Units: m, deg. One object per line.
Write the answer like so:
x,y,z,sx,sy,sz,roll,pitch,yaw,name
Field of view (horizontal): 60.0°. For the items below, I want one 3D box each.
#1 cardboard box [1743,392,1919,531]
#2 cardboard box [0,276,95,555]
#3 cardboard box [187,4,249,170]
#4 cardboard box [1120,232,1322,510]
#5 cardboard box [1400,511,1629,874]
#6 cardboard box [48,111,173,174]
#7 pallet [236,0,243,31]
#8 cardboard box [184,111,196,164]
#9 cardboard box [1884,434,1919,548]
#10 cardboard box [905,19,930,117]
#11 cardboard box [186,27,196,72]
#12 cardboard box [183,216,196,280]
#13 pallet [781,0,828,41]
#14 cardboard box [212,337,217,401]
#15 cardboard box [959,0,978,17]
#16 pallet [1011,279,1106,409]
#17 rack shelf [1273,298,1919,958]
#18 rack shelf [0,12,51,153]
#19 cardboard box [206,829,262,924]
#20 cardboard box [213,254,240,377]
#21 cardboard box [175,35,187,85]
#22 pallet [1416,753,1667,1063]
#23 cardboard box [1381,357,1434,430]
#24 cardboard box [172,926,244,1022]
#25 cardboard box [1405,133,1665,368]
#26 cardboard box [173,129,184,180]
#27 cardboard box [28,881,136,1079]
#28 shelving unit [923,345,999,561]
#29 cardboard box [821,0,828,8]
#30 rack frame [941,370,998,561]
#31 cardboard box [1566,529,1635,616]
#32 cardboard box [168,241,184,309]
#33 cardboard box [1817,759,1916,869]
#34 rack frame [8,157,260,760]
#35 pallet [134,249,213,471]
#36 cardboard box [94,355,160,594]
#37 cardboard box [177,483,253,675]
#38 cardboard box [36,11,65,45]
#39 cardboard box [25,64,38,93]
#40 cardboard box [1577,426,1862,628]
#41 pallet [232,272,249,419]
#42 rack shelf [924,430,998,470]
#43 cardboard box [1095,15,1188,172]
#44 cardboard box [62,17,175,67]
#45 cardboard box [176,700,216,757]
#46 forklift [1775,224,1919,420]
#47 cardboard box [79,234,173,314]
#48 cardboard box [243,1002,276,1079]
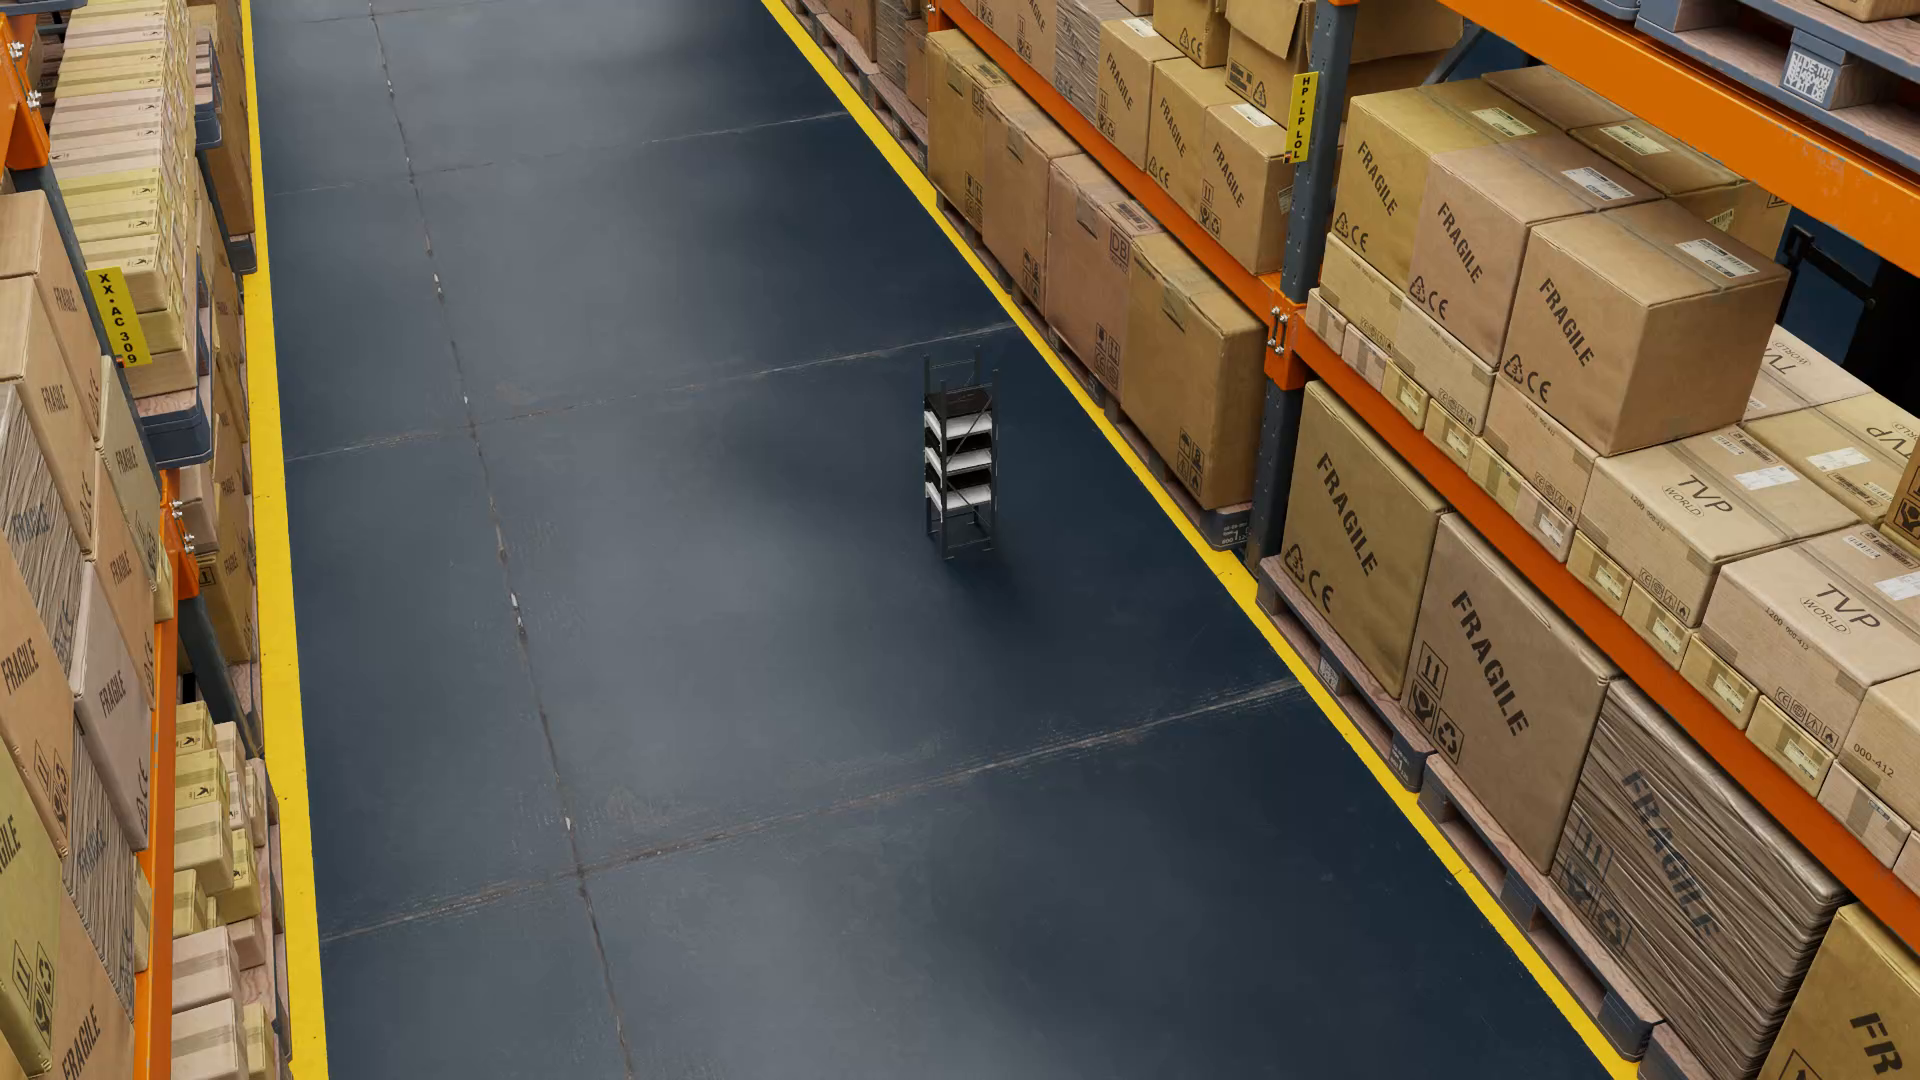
2.627,-0.159,4.845,0.500,0.250,0.500,-13,39,-17,cardboard box
-2.392,-0.250,3.927,0.500,0.500,0.500,-14,39,-17,cardboard box
-4.796,-2.577,9.699,1.050,0.750,0.750,-12,39,-15,cardboard box
1.462,-0.838,7.287,1.225,0.875,0.875,-12,39,-16,cardboard box
2.163,0.417,5.621,0.875,0.875,0.875,-12,39,-16,cardboard box
-3.054,-1.403,5.984,0.380,0.149,0.250,-13,39,-16,cardboard box
-5.932,-4.043,12.443,1.003,0.211,1.213,-12,39,-16,pallet
-3.329,-1.610,6.754,0.380,0.149,0.250,-11,38,-15,cardboard box
2.810,-0.162,4.226,0.500,0.500,0.500,-13,39,-17,cardboard box
0.076,-2.973,10.416,0.700,0.500,0.500,-14,39,-18,cardboard box
-3.682,-2.195,7.531,0.380,0.149,0.250,-13,39,-16,cardboard box
-2.963,-1.017,5.967,0.380,0.149,0.250,-12,39,-15,cardboard box
-0.782,-4.128,12.555,1.003,0.211,1.213,-12,39,-16,pallet
-3.354,-0.722,6.821,0.500,0.250,0.500,-11,38,-14,cardboard box
0.237,-3.131,8.830,0.500,0.500,0.500,-11,38,-15,cardboard box
0.941,-1.159,8.613,1.003,0.211,1.213,-12,39,-16,pallet
2.390,0.255,5.016,1.077,0.370,4.000,-12,39,-16,rack shelf
-3.679,-2.233,5.826,1.077,0.370,4.000,-12,39,-16,rack shelf
-2.370,1.070,5.109,0.380,0.149,0.250,-14,39,-18,cardboard box
-3.720,-1.009,7.826,0.500,0.500,0.500,-11,38,-14,cardboard box
-3.497,-2.013,7.042,0.380,0.149,0.250,-12,39,-16,cardboard box
2.313,1.088,5.630,1.003,0.211,1.213,-12,39,-16,pallet
1.673,-0.529,5.667,0.380,0.149,0.250,-11,38,-14,cardboard box
-2.210,1.260,4.610,0.380,0.149,0.250,-14,39,-18,cardboard box
1.788,-0.917,5.229,0.500,0.500,0.500,-12,39,-16,cardboard box
-3.150,-1.436,6.276,0.380,0.149,0.250,-13,39,-17,cardboard box
-1.874,1.021,3.070,0.500,0.500,0.500,-12,39,-15,cardboard box
0.003,-0.355,6.973,0.258,0.900,0.210,-12,39,-16,shelving unit
-0.714,-4.234,12.090,0.700,0.500,0.500,-13,39,-16,cardboard box
0.038,-0.297,6.897,0.240,0.900,0.006,-12,39,-16,rack frame
2.029,0.055,4.893,0.380,0.149,0.250,-14,39,-17,cardboard box
-2.785,-0.842,5.487,0.380,0.149,0.250,-13,39,-17,cardboard box
2.384,0.635,4.123,0.380,0.149,0.250,-12,39,-15,cardboard box
-2.990,-0.192,5.012,1.000,3.000,0.127,-12,39,-16,rack frame
-3.117,-0.577,5.683,1.003,0.211,1.213,-12,39,-16,pallet
-2.559,-0.136,4.607,0.500,0.500,0.500,-12,39,-16,cardboard box
-2.996,0.166,6.265,0.500,0.500,0.500,-11,38,-14,cardboard box
-4.774,-2.691,8.246,0.500,0.500,0.500,-12,39,-16,cardboard box
-4.217,-1.921,7.167,0.380,0.149,0.250,-11,38,-14,cardboard box
2.129,-0.048,4.698,0.500,0.250,0.500,-12,39,-16,cardboard box
-4.099,-0.896,8.264,1.003,0.211,1.213,-12,39,-16,pallet
0.003,-0.400,6.939,0.258,0.077,0.200,-12,39,-16,rack shelf
0.934,-1.984,7.308,0.500,0.500,0.500,-13,39,-16,cardboard box
-3.421,-1.997,6.774,0.380,0.149,0.250,-12,39,-16,cardboard box
-2.624,0.688,5.369,0.380,0.149,0.250,-11,38,-15,cardboard box
3.907,-1.231,6.449,1.130,2.935,3.031,-8,38,-11,forklift
-2.694,-0.815,5.204,0.380,0.149,0.250,-11,38,-14,cardboard box
-2.179,1.514,4.767,0.380,0.149,0.250,-13,39,-16,cardboard box
